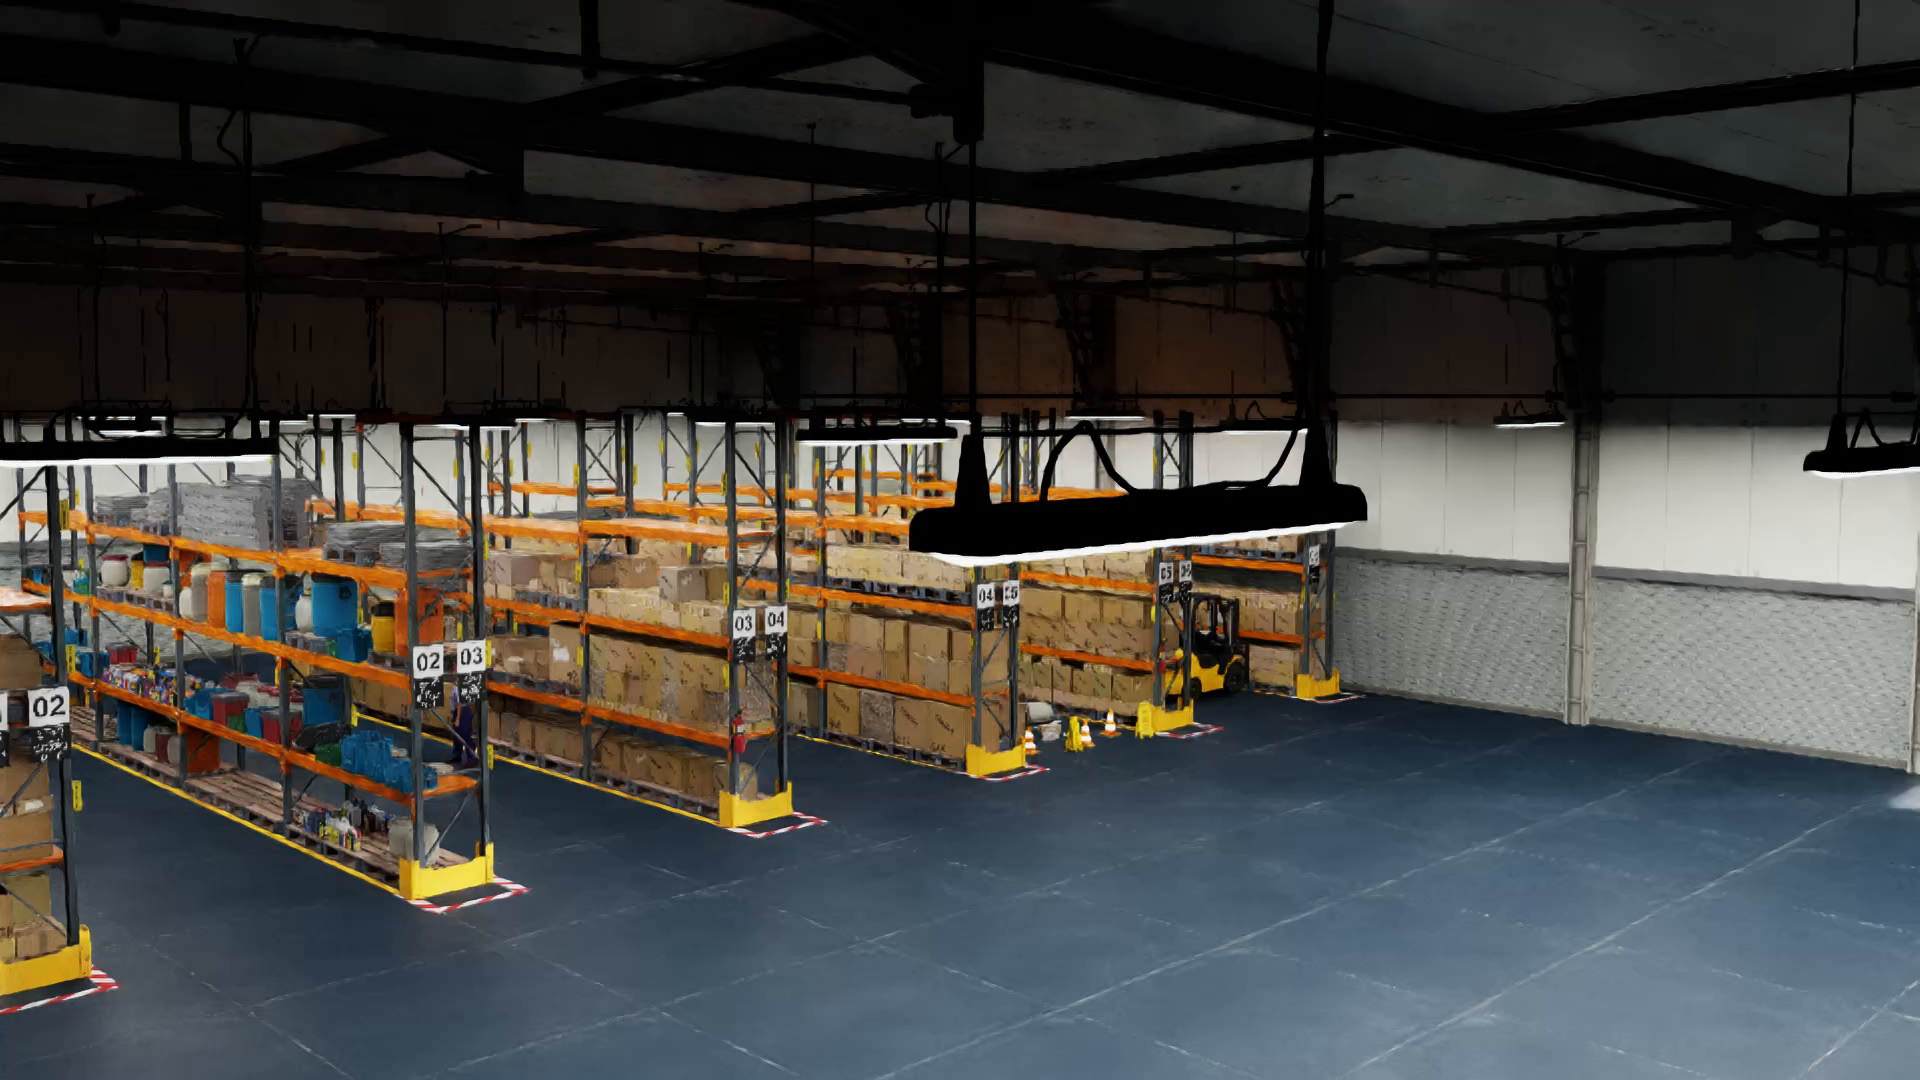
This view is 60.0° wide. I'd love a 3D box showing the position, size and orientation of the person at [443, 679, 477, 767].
[{"bbox_3d":[-8.580,3.028,28.477,0.550,1.642,0.583,-2,5,-18],"label":"person"}]
